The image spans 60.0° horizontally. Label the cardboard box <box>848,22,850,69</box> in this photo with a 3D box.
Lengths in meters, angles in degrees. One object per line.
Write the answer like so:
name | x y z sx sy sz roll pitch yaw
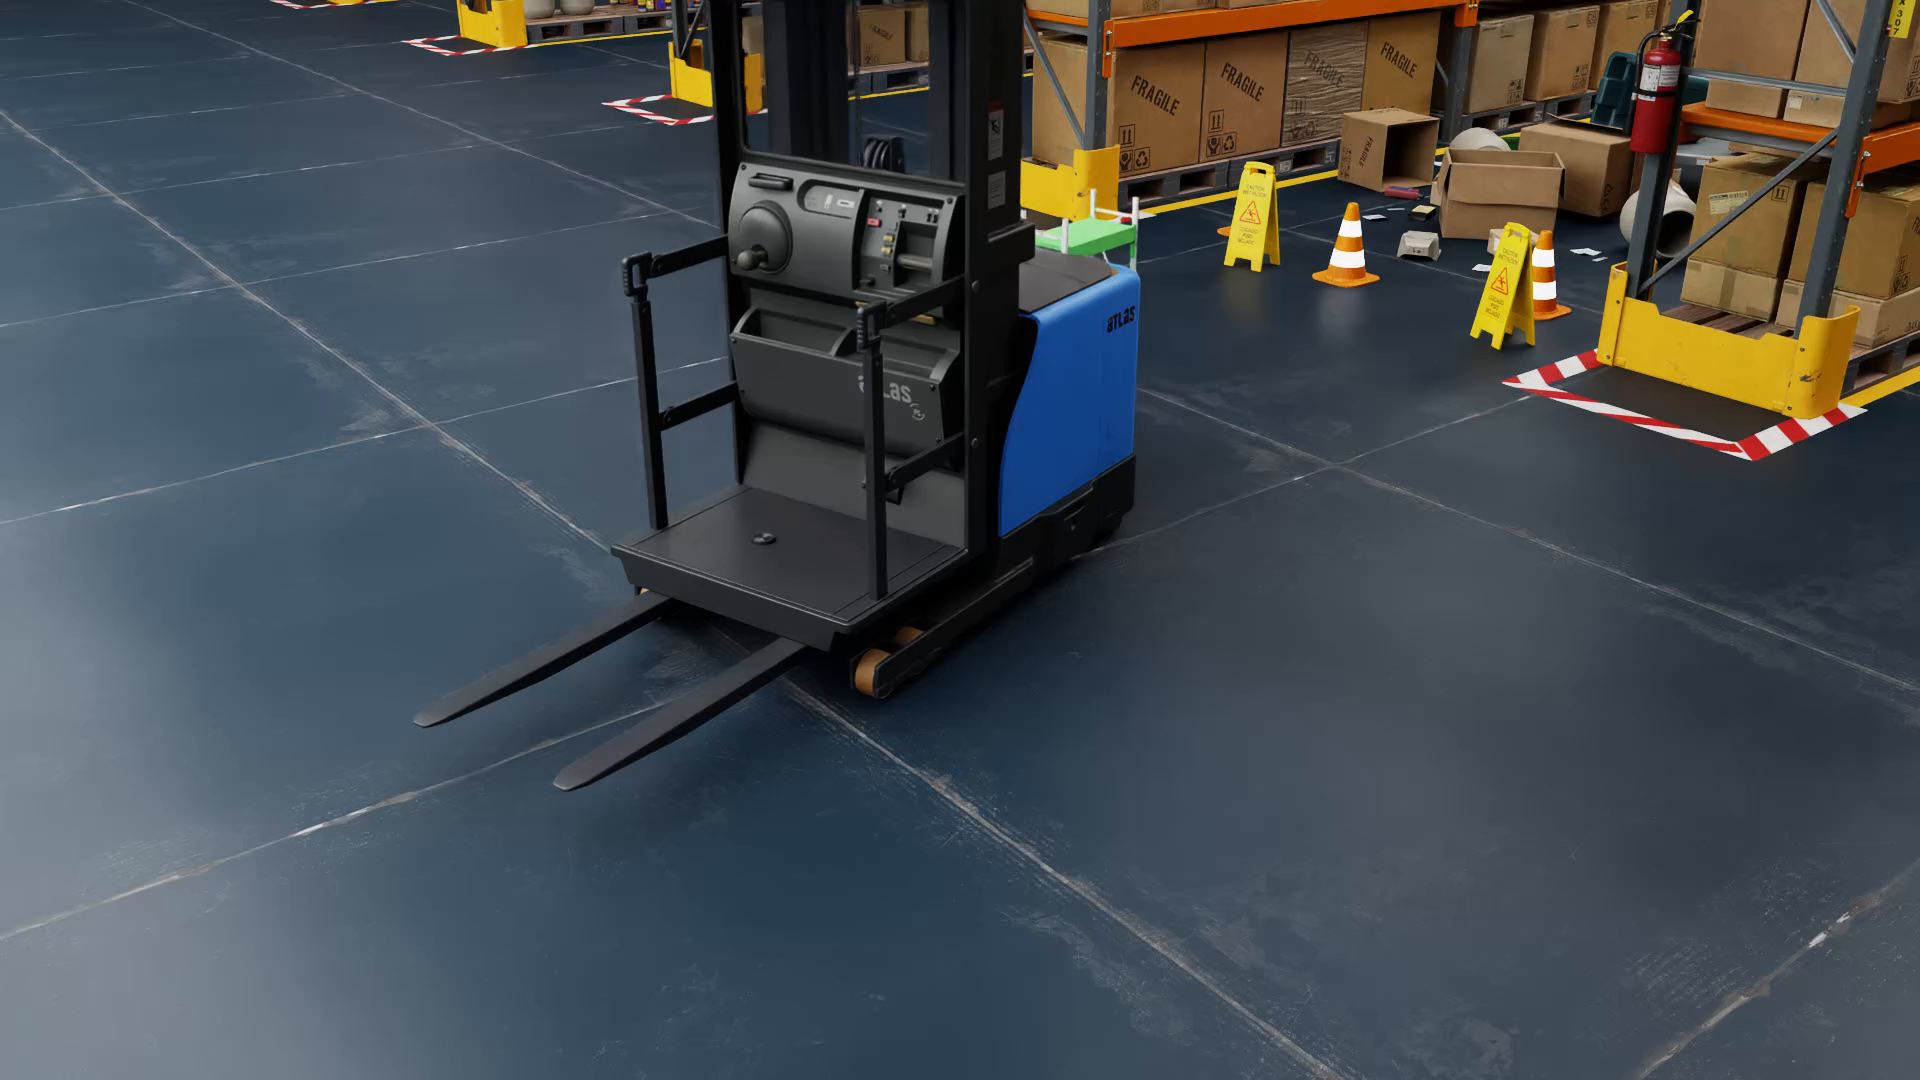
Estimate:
cardboard box | -1.386 -4.810 16.021 0.500 0.500 0.500 -10 27 -21

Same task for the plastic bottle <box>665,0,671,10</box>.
plastic bottle | -3.505 -6.490 19.888 0.097 0.271 0.097 0 25 0

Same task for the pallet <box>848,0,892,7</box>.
pallet | -1.652 -7.062 21.715 1.213 0.211 1.003 -18 31 -34

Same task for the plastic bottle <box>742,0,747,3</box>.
plastic bottle | -2.726 -6.795 20.452 0.185 0.351 0.144 -20 32 -37

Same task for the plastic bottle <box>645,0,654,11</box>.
plastic bottle | -3.693 -6.396 19.769 0.097 0.201 0.097 0 25 0

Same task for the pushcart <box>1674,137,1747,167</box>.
pushcart | 5.479 -2.739 12.203 1.648 0.377 0.936 15 29 29

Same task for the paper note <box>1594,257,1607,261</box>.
paper note | 4.079 -1.789 10.593 0.123 0.001 0.032 -18 31 -34

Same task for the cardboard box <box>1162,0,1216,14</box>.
cardboard box | 1.327 -4.090 11.822 0.550 0.550 0.875 -18 31 -34

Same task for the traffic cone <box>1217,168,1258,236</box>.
traffic cone | 1.938 -2.277 11.108 0.334 0.463 0.336 -18 31 -34

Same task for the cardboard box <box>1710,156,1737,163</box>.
cardboard box | 5.243 -2.226 10.949 0.500 0.500 0.500 1 25 2

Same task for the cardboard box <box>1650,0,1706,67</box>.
cardboard box | 6.405 -4.880 15.876 0.750 0.750 1.050 -19 31 -35

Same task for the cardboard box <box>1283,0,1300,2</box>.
cardboard box | 2.237 -4.345 12.372 0.500 0.550 0.875 -18 31 -34

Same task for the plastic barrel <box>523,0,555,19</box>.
plastic barrel | -4.923 -6.329 19.280 0.421 0.512 0.421 0 25 0

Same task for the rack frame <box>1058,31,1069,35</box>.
rack frame | 0.811 -6.469 17.126 0.127 3.000 1.000 -18 31 -34

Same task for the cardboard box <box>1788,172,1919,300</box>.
cardboard box | 4.602 -1.555 8.414 0.500 0.500 0.500 -19 31 -36

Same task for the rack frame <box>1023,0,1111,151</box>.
rack frame | 0.644 -3.761 11.290 0.127 3.000 1.000 -18 31 -34

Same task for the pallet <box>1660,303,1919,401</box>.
pallet | 4.499 -1.101 8.872 1.213 0.211 1.003 -18 31 -34

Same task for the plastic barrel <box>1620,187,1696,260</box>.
plastic barrel | 4.469 -2.017 10.592 0.421 0.421 0.512 1 25 2

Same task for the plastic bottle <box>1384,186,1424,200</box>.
plastic bottle | 3.253 -2.528 12.124 0.283 0.061 0.133 15 29 29

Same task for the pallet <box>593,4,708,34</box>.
pallet | -3.761 -6.366 20.215 1.213 0.211 1.003 -18 31 -34

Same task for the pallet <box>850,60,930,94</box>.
pallet | -0.657 -4.699 16.625 1.213 0.211 1.003 -18 31 -34

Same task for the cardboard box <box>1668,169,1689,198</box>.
cardboard box | 4.960 -2.445 11.704 0.258 0.266 0.396 5 25 11

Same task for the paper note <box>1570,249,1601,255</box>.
paper note | 4.055 -1.871 10.759 0.142 0.019 0.148 -8 26 -16

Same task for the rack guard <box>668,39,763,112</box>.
rack guard | -2.277 -4.316 15.456 0.348 0.500 1.175 -18 31 -34

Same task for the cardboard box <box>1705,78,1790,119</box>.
cardboard box | 3.940 -2.201 8.228 0.250 0.149 0.380 -17 30 -32

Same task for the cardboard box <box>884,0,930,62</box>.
cardboard box | -0.415 -5.096 16.639 0.500 0.500 0.500 -22 33 -38

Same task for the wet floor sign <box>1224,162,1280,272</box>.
wet floor sign | 1.843 -2.029 10.356 0.267 0.644 0.232 21 32 37

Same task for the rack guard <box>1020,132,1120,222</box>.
rack guard | 0.625 -2.621 11.803 0.348 0.500 1.175 -18 31 -34

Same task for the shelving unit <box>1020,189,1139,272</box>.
shelving unit | 0.501 -0.854 7.164 0.258 1.200 0.503 20 31 36

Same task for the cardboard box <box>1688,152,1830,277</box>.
cardboard box | 4.248 -1.725 8.780 0.500 0.500 0.500 -18 30 -34

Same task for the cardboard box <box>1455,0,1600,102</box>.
cardboard box | 4.986 -4.410 14.863 0.750 0.750 1.050 -18 31 -34

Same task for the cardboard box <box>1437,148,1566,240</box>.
cardboard box | 3.598 -2.310 11.129 0.797 0.503 0.637 5 25 11

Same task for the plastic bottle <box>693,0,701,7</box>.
plastic bottle | -3.186 -6.563 20.129 0.097 0.201 0.097 0 25 0

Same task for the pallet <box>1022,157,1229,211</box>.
pallet | 1.225 -2.729 12.380 1.213 0.211 1.003 -18 31 -34

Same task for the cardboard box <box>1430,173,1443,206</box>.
cardboard box | 3.576 -2.503 11.828 0.258 0.266 0.396 -13 28 -25

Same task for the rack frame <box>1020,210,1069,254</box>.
rack frame | 0.342 -0.776 6.996 0.240 1.200 0.015 20 31 36

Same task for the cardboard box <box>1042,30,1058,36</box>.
cardboard box | 1.307 -5.687 17.888 0.500 0.500 0.700 -21 32 -38

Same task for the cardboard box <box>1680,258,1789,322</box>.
cardboard box | 4.267 -1.396 8.961 0.500 0.250 0.500 -18 31 -34

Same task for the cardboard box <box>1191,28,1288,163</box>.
cardboard box | 1.828 -3.415 12.569 0.875 0.875 0.875 -19 31 -35

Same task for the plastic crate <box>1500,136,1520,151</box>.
plastic crate | 4.463 -3.071 13.076 0.662 0.188 0.450 -3 15 -7

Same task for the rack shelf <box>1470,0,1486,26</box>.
rack shelf | 5.366 -4.993 14.800 4.000 0.370 1.077 -18 31 -34

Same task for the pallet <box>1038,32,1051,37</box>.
pallet | 1.422 -5.407 18.150 1.213 0.211 1.003 -18 31 -34

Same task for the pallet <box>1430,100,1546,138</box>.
pallet | 4.352 -3.760 14.601 1.213 0.211 1.003 -18 31 -34

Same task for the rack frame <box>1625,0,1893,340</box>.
rack frame | 3.778 -2.147 7.813 0.127 3.000 1.000 -18 31 -34

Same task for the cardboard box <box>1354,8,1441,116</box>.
cardboard box | 3.254 -3.886 13.586 0.875 0.875 0.875 -18 30 -33

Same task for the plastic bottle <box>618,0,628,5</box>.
plastic bottle | -4.138 -6.697 20.321 0.133 0.283 0.061 -17 30 -33

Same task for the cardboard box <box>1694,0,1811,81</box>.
cardboard box | 4.035 -2.560 8.230 0.500 0.500 0.500 -19 31 -35

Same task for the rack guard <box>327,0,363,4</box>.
rack guard | -8.466 -7.573 22.473 0.348 0.500 1.175 -18 31 -34

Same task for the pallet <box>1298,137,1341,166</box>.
pallet | 3.145 -3.363 13.746 1.213 0.211 1.003 -18 31 -34

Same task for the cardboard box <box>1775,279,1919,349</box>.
cardboard box | 4.583 -1.208 8.558 0.500 0.250 0.500 -19 31 -34

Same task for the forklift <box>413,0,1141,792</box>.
forklift | -0.528 -1.024 5.475 1.130 2.935 3.031 16 29 31

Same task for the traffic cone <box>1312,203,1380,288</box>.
traffic cone | 2.368 -1.815 10.111 0.334 0.463 0.336 -18 31 -34

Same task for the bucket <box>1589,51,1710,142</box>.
bucket | 5.107 -3.205 12.176 0.620 0.611 0.726 2 23 -21

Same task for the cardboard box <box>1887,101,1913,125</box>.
cardboard box | 4.363 -2.123 8.060 0.250 0.149 0.380 -18 30 -33
